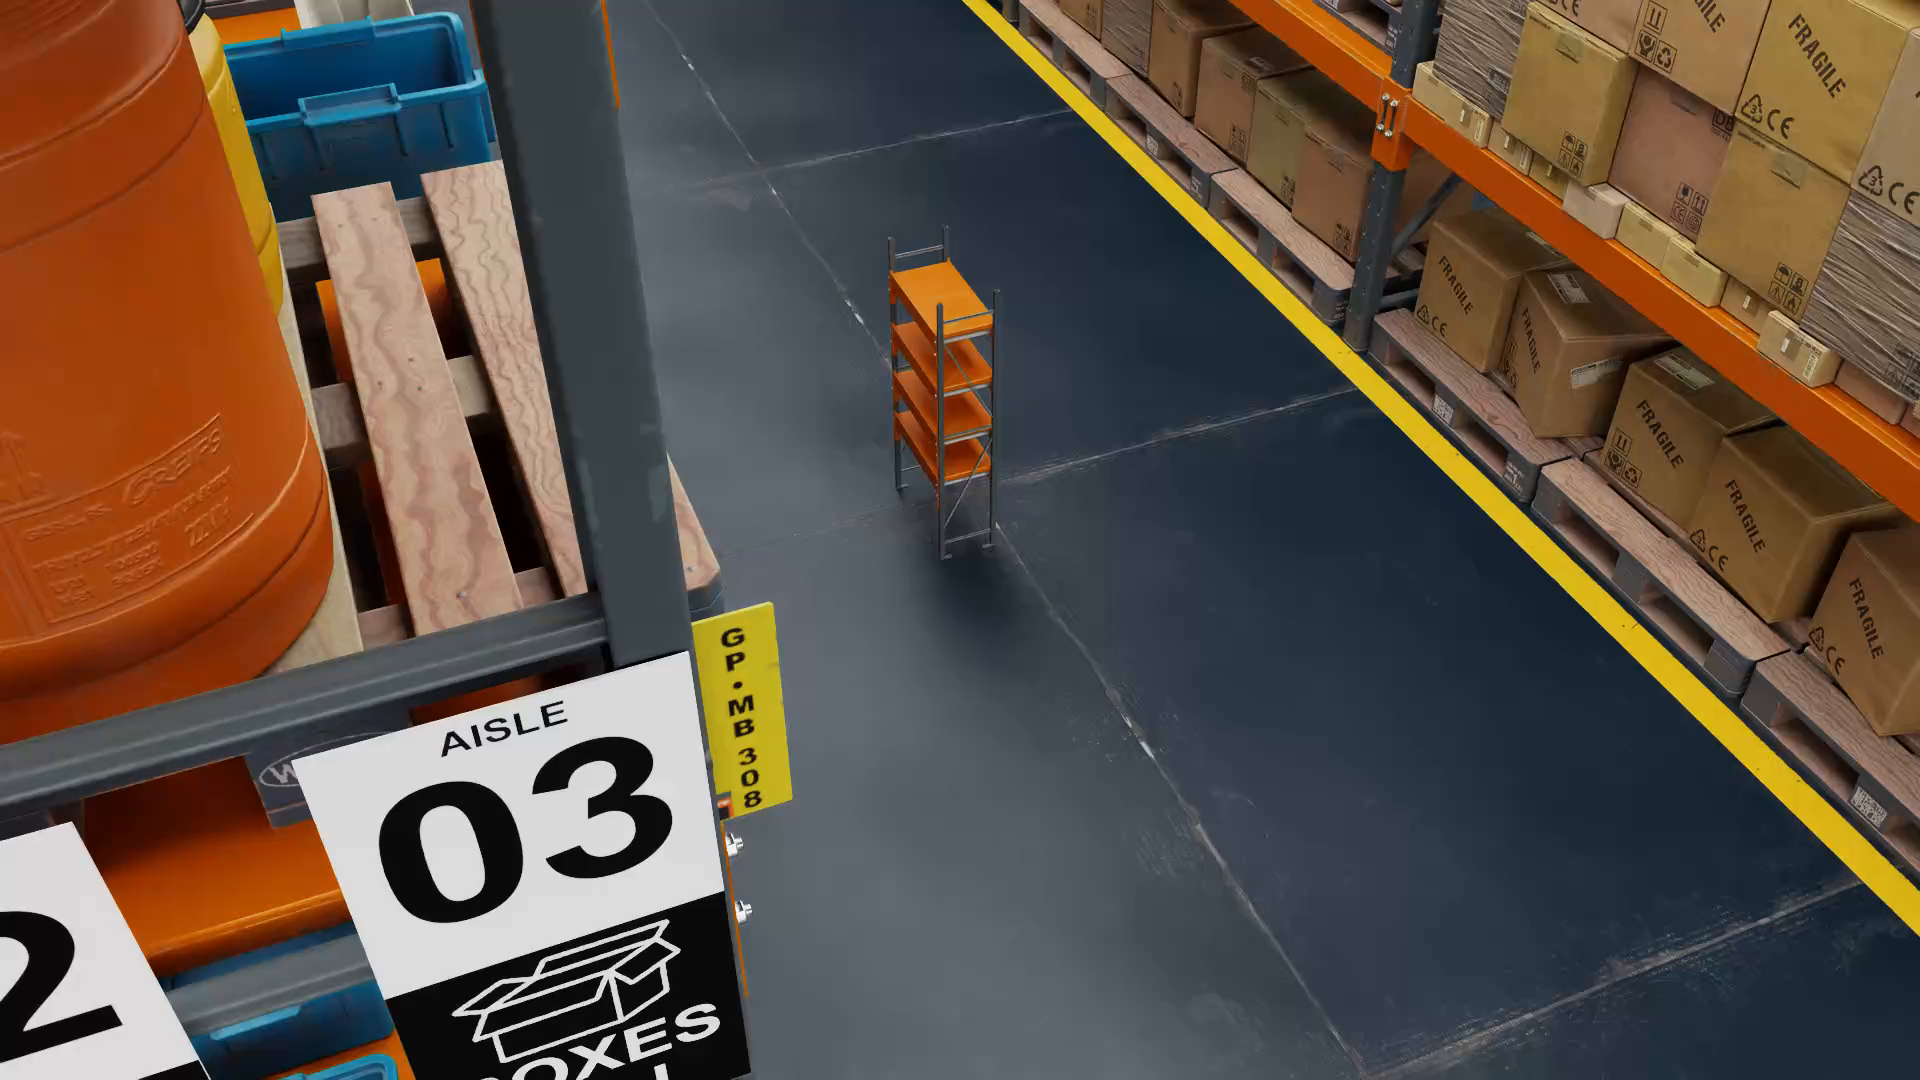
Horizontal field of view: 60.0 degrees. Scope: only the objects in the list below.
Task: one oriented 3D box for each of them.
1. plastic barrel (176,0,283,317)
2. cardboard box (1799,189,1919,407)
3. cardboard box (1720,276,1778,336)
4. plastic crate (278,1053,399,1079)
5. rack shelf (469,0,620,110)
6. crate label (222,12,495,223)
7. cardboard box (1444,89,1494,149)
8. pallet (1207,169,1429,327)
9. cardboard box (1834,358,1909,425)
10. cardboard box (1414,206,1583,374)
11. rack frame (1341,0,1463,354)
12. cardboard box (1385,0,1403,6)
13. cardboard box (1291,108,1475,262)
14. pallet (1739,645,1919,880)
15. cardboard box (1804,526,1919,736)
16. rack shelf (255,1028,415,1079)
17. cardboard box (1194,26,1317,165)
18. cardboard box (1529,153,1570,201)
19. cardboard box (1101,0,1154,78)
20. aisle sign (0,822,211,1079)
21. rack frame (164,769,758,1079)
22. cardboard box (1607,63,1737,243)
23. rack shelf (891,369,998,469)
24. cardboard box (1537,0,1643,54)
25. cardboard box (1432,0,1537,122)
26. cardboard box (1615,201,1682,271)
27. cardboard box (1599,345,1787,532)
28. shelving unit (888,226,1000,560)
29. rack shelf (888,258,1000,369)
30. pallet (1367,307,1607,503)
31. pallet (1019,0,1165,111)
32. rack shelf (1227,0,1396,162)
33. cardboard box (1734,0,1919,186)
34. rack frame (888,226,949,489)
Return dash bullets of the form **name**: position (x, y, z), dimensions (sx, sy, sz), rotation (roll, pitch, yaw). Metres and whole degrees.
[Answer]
- **plastic barrel**: position (-1.314, -0.544, 2.315), dimensions (0.600, 0.588, 0.600), rotation (0, 41, 0)
- **cardboard box**: position (3.177, -0.829, 5.108), dimensions (0.875, 0.500, 0.500), rotation (-15, 43, -17)
- **cardboard box**: position (2.813, -0.827, 5.604), dimensions (0.380, 0.149, 0.250), rotation (-15, 43, -17)
- **plastic crate**: position (-1.228, 1.308, 3.042), dimensions (0.499, 0.251, 0.616), rotation (-15, 43, -17)
- **rack shelf**: position (-1.526, -1.576, 2.540), dimensions (1.077, 0.370, 4.000), rotation (-15, 43, -17)
- **crate label**: position (-1.171, -0.812, 3.207), dimensions (0.502, 0.251, 0.408), rotation (-15, 43, -17)
- **cardboard box**: position (2.173, -1.713, 6.634), dimensions (0.380, 0.149, 0.250), rotation (-15, 43, -17)
- **pallet**: position (1.986, -1.578, 8.423), dimensions (1.003, 0.211, 1.213), rotation (-15, 43, -17)
- **cardboard box**: position (3.022, -0.531, 5.259), dimensions (0.380, 0.149, 0.250), rotation (-15, 43, -17)
- **cardboard box**: position (2.401, -1.127, 7.355), dimensions (0.500, 0.500, 0.500), rotation (-16, 43, -18)
- **rack frame**: position (2.285, -2.166, 6.969), dimensions (1.000, 3.000, 0.127), rotation (-15, 43, -17)
- **cardboard box**: position (2.110, -3.066, 7.233), dimensions (1.000, 1.000, 1.000), rotation (-15, 43, -17)
- **cardboard box**: position (2.070, -1.761, 8.076), dimensions (0.700, 0.500, 0.500), rotation (-18, 44, -20)
- **pallet**: position (3.508, 0.757, 5.708), dimensions (1.003, 0.211, 1.213), rotation (-15, 43, -17)
- **cardboard box**: position (3.332, 0.300, 5.696), dimensions (0.500, 0.500, 0.500), rotation (-5, 41, -6)
- **rack shelf**: position (-1.526, 0.547, 4.365), dimensions (1.077, 0.370, 4.000), rotation (-15, 43, -17)
- **cardboard box**: position (1.690, -2.389, 8.808), dimensions (0.700, 0.500, 0.500), rotation (-19, 44, -20)
- **cardboard box**: position (2.399, -1.421, 6.294), dimensions (0.380, 0.149, 0.250), rotation (-15, 43, -17)
- **cardboard box**: position (1.253, -3.065, 9.594), dimensions (0.700, 0.500, 0.500), rotation (-19, 44, -20)
- **aisle sign**: position (-1.007, 0.611, 1.745), dimensions (0.394, 0.787, 0.004), rotation (-15, 43, -17)
- **rack frame**: position (-0.761, 1.479, 2.730), dimensions (1.000, 3.000, 0.127), rotation (-15, 43, -17)
- **cardboard box**: position (2.843, -1.444, 5.824), dimensions (0.875, 0.500, 0.500), rotation (-15, 43, -17)
- **rack shelf**: position (-0.063, -0.504, 6.519), dimensions (0.258, 0.148, 0.480), rotation (-15, 43, -17)
- **cardboard box**: position (2.415, -2.061, 5.774), dimensions (0.500, 0.500, 0.500), rotation (-15, 43, -17)
- **cardboard box**: position (2.400, -2.030, 6.506), dimensions (0.875, 0.500, 0.500), rotation (-15, 43, -17)
- **cardboard box**: position (2.590, -1.120, 5.944), dimensions (0.380, 0.149, 0.250), rotation (-15, 43, -17)
- **cardboard box**: position (2.937, -0.429, 6.544), dimensions (0.500, 0.500, 0.500), rotation (-19, 44, -21)
- **shelving unit**: position (-0.063, -0.555, 6.475), dimensions (0.258, 1.200, 0.503), rotation (-15, 43, -17)
- **rack shelf**: position (-0.063, -0.853, 6.219), dimensions (0.258, 0.148, 0.480), rotation (-15, 43, -17)
- **pallet**: position (2.575, -0.713, 7.418), dimensions (1.003, 0.211, 1.213), rotation (-15, 43, -17)
- **pallet**: position (1.052, -3.047, 10.132), dimensions (1.003, 0.211, 1.213), rotation (-15, 43, -17)
- **rack shelf**: position (1.520, -3.098, 8.604), dimensions (1.077, 0.370, 4.000), rotation (-15, 43, -17)
- **cardboard box**: position (2.807, -1.461, 5.077), dimensions (0.500, 0.500, 0.500), rotation (-15, 43, -17)
- **rack frame**: position (-0.157, -0.702, 6.646), dimensions (0.240, 1.200, 0.015), rotation (-15, 43, -17)
